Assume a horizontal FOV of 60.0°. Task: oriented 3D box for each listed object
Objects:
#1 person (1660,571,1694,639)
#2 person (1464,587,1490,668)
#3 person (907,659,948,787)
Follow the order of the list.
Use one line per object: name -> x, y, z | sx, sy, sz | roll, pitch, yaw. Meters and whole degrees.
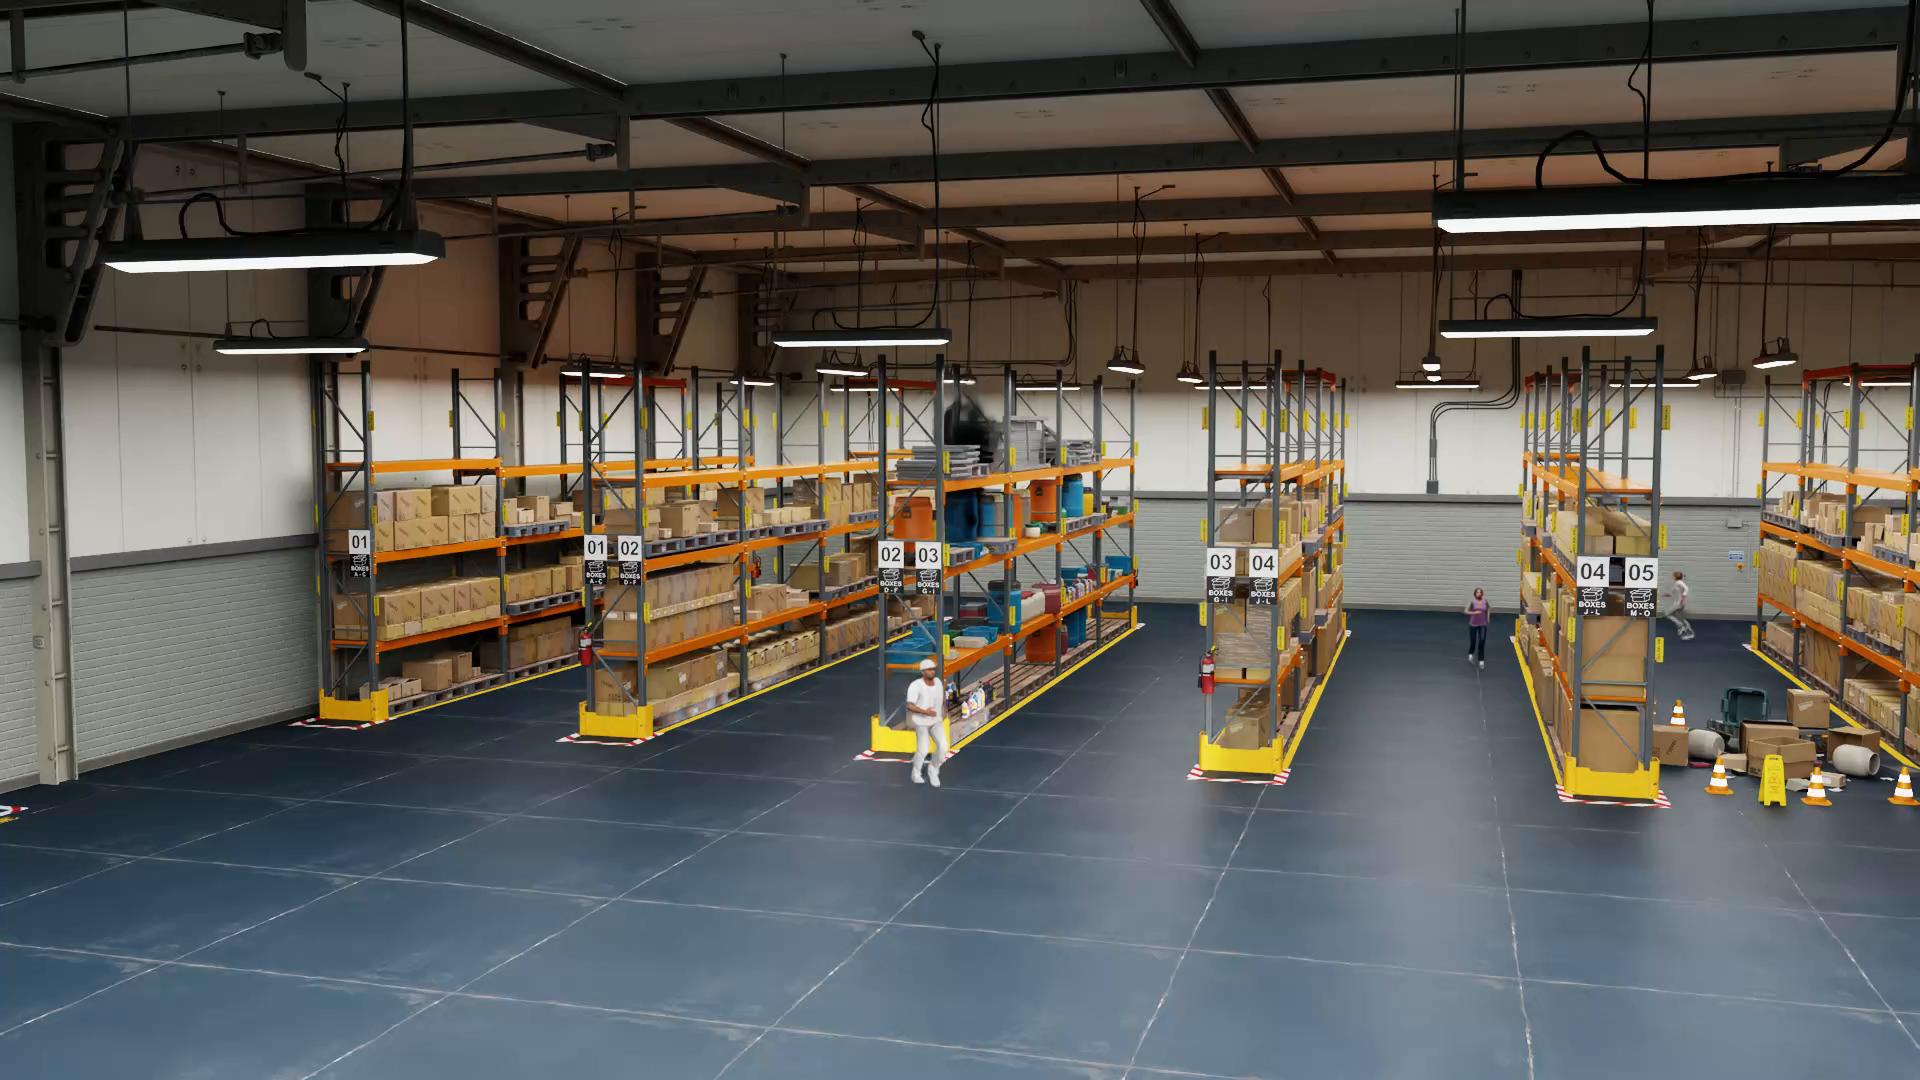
person -> 16.452, 1.488, 38.120 | 0.746, 1.554, 0.562 | 2, 5, 25
person -> 10.545, 1.760, 33.896 | 0.558, 1.610, 0.837 | 0, 4, 6
person -> -0.405, 2.518, 22.710 | 0.729, 1.794, 0.702 | -3, 5, -34
